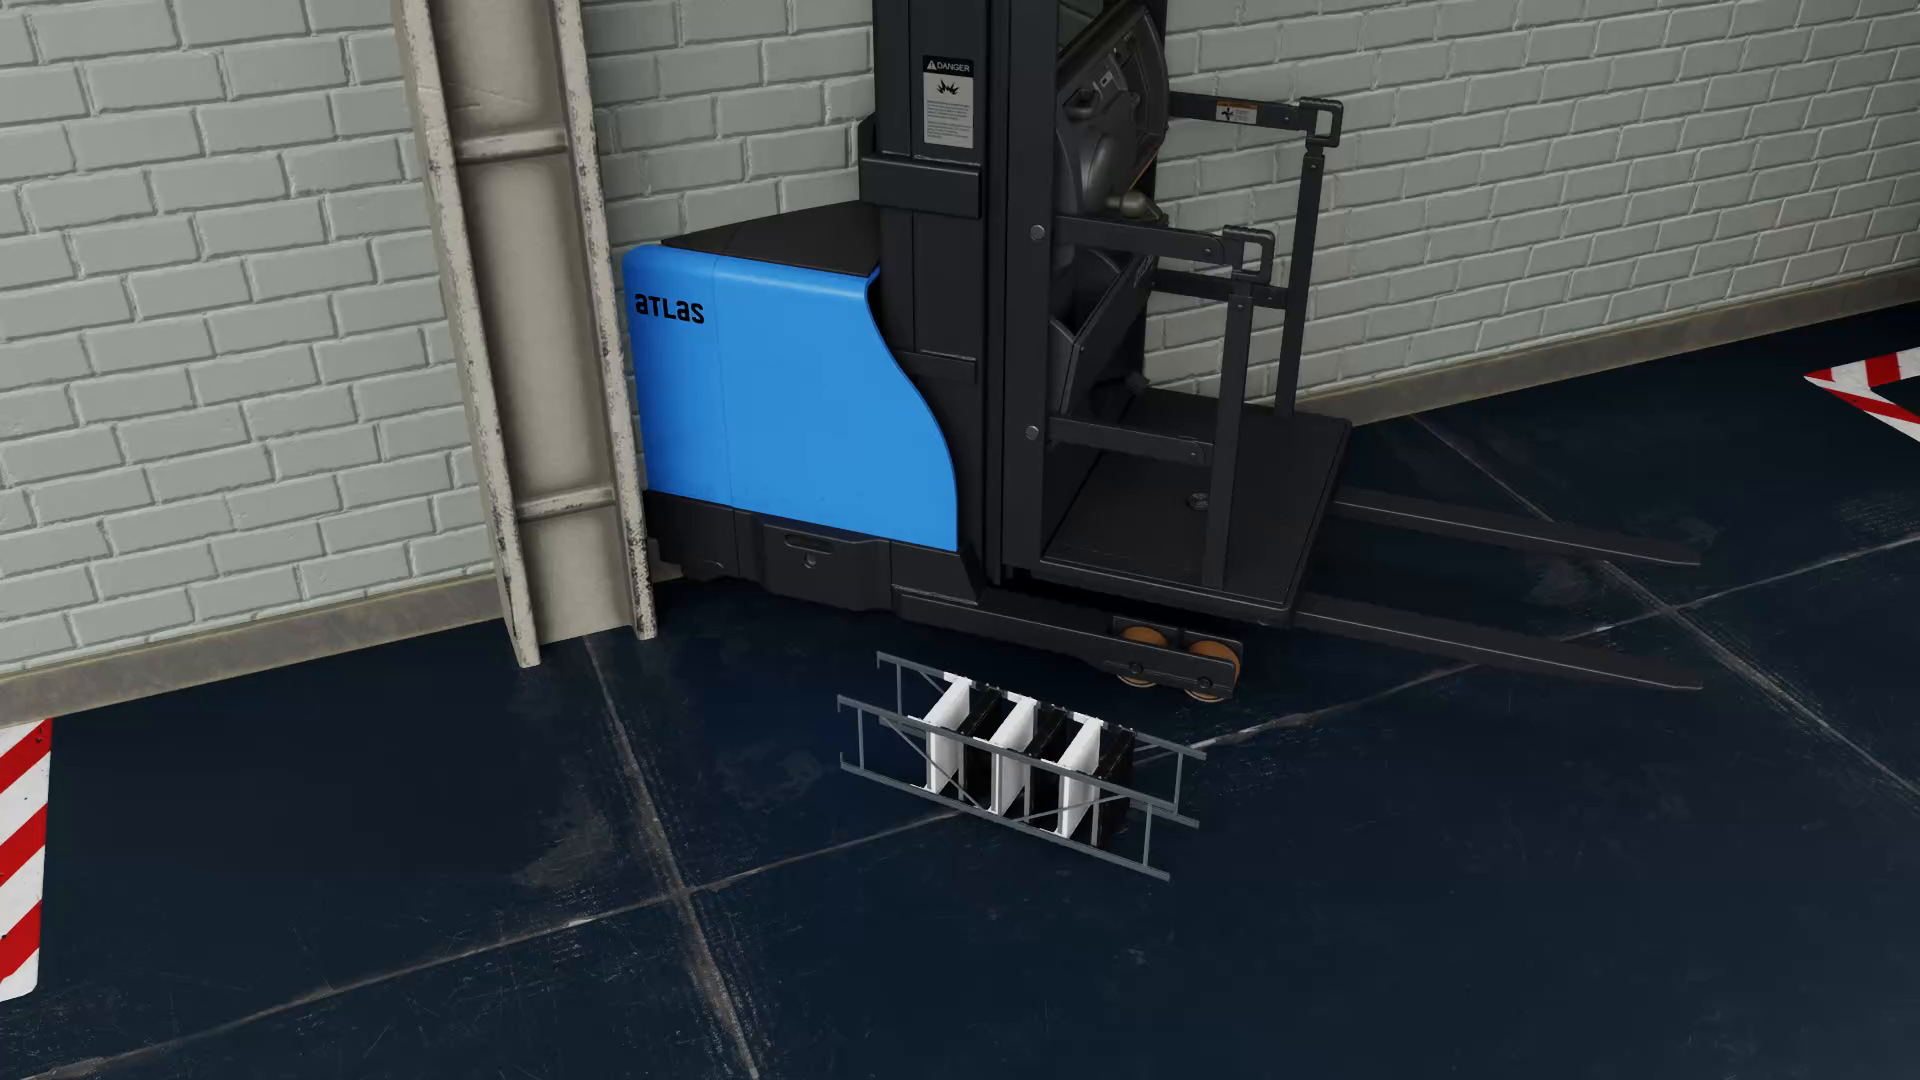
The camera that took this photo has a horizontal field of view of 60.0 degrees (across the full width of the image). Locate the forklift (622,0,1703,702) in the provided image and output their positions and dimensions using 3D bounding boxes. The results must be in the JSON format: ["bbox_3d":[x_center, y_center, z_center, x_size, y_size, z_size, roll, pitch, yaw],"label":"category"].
[{"bbox_3d":[0.590,-1.111,4.271,3.031,2.935,1.130,11,35,17],"label":"forklift"}]

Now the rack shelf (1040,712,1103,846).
[{"bbox_3d":[0.272,0.586,4.080,0.077,0.258,0.200,15,36,22],"label":"rack shelf"}]

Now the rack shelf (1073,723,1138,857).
[{"bbox_3d":[0.353,0.608,4.046,0.077,0.258,0.200,15,36,22],"label":"rack shelf"}]

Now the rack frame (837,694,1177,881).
[{"bbox_3d":[0.095,0.599,4.059,0.900,0.240,0.006,15,36,22],"label":"rack frame"}]

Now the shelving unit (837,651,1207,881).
[{"bbox_3d":[0.141,0.550,4.135,0.900,0.258,0.210,15,36,22],"label":"shelving unit"}]

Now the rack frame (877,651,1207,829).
[{"bbox_3d":[0.187,0.500,4.212,0.900,0.240,0.006,15,36,22],"label":"rack frame"}]

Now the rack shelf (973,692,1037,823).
[{"bbox_3d":[0.112,0.541,4.148,0.077,0.258,0.200,15,36,22],"label":"rack shelf"}]

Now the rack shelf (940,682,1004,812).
[{"bbox_3d":[0.031,0.519,4.182,0.077,0.258,0.200,15,36,22],"label":"rack shelf"}]

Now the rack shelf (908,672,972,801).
[{"bbox_3d":[-0.049,0.497,4.216,0.077,0.258,0.200,15,36,22],"label":"rack shelf"}]

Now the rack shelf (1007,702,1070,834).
[{"bbox_3d":[0.192,0.564,4.114,0.077,0.258,0.200,15,36,22],"label":"rack shelf"}]
